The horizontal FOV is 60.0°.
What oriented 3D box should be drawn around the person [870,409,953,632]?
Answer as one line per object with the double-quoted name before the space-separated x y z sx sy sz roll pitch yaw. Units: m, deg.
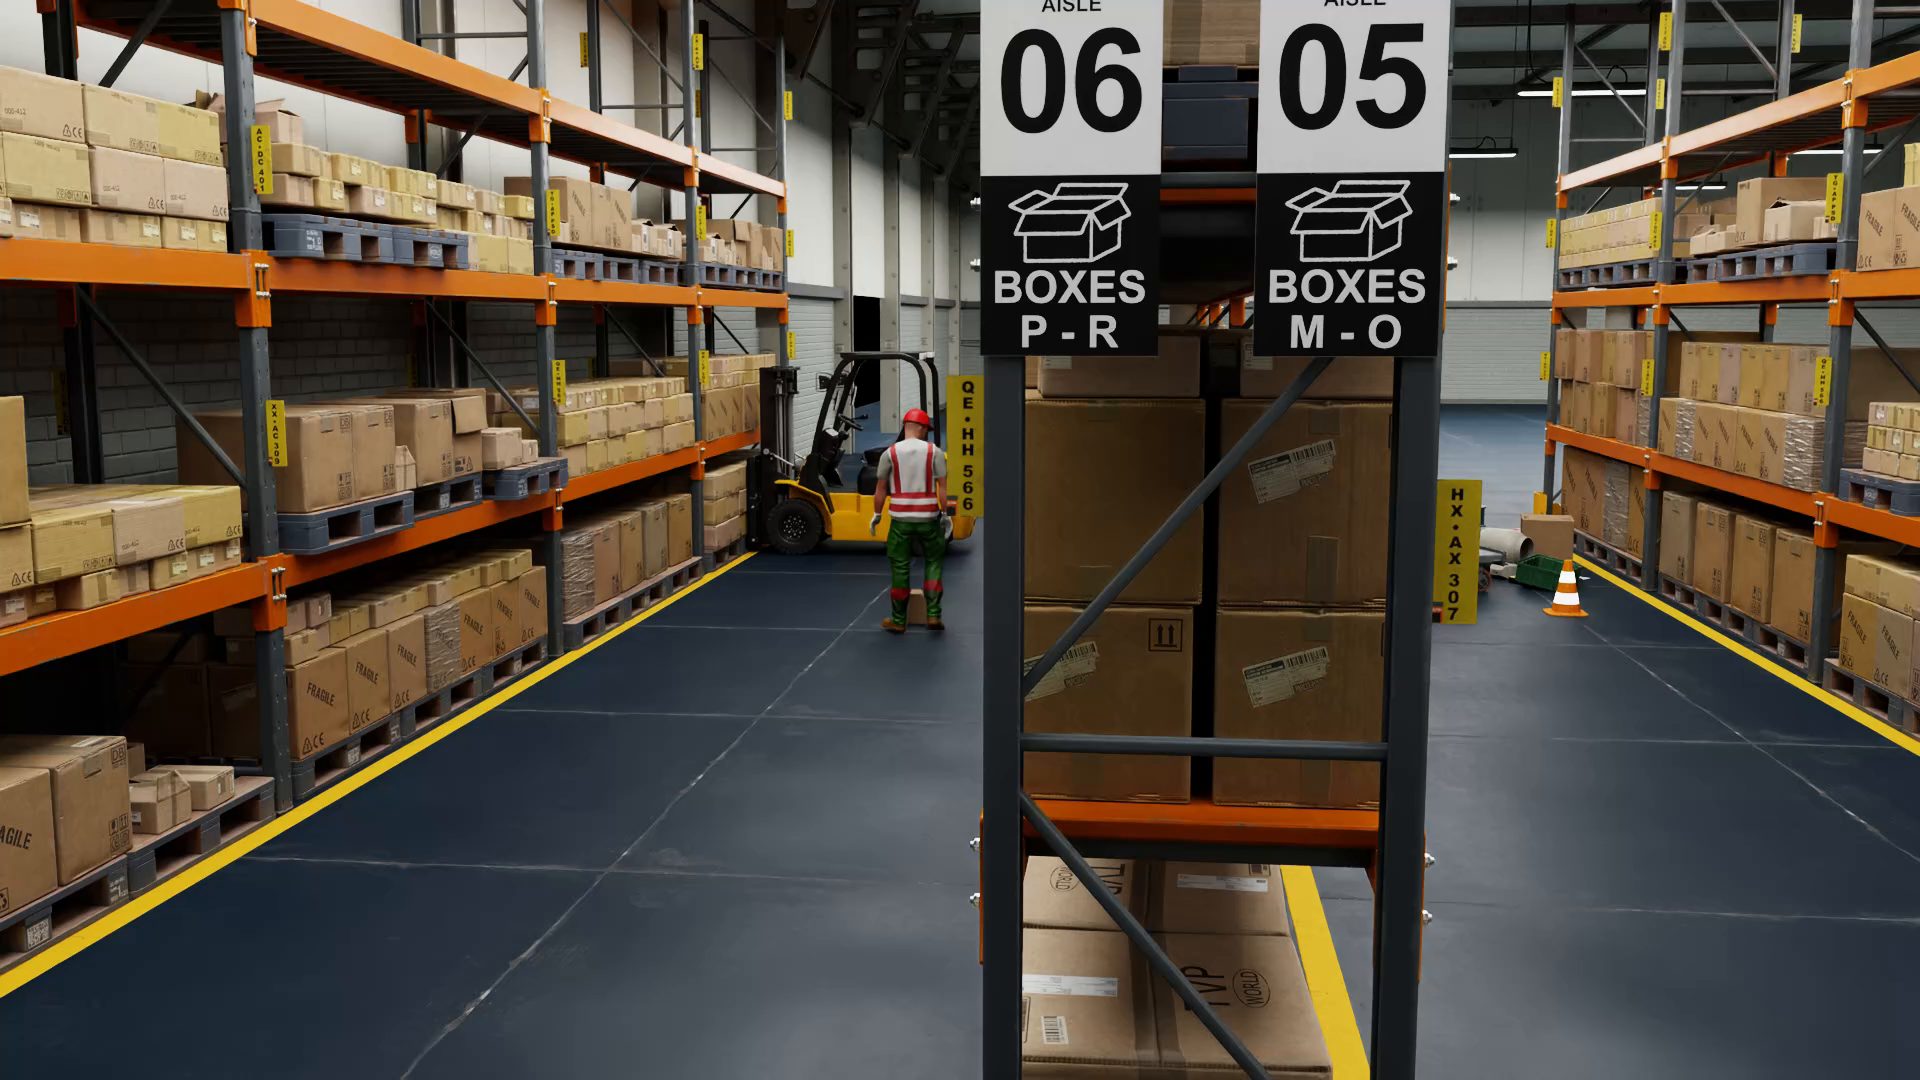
"person" -0.392 -0.153 13.301 0.659 1.790 0.389 -1 8 -5
